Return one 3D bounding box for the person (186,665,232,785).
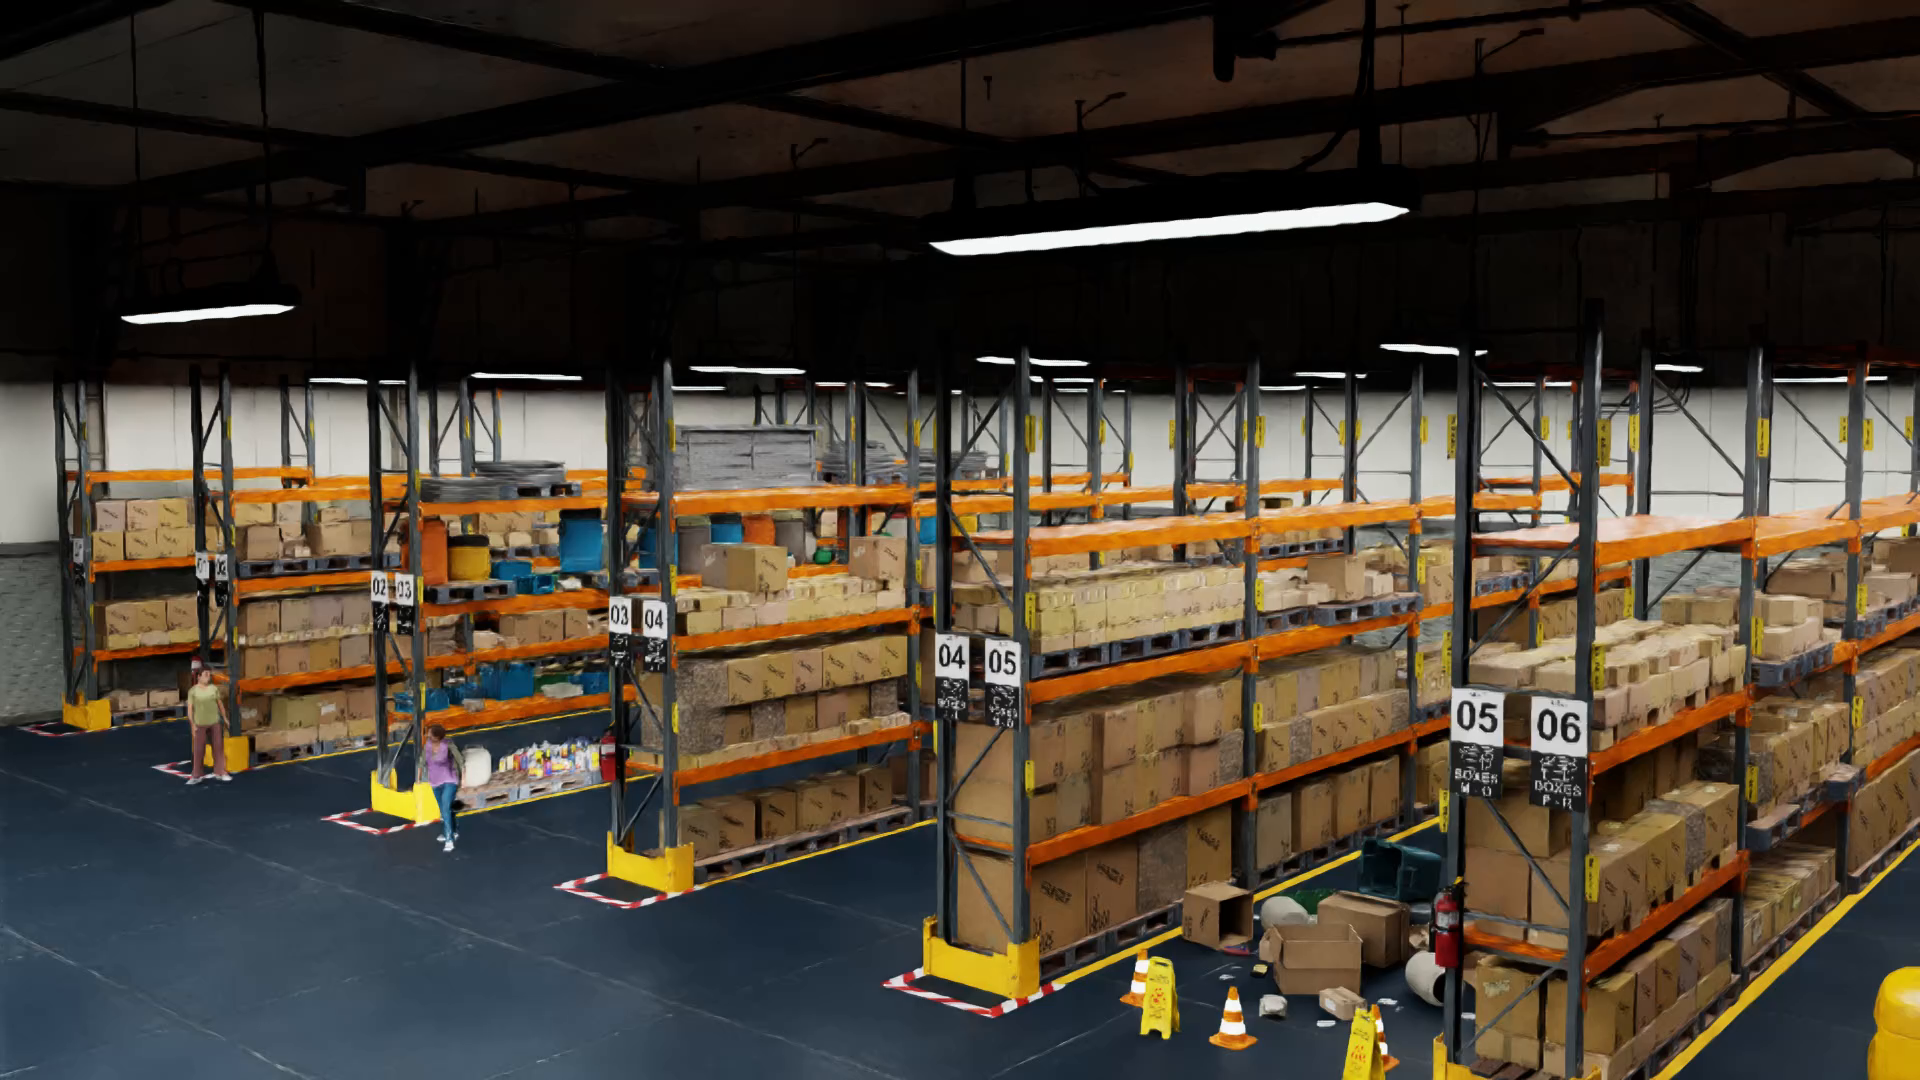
[{"bbox_3d":[-10.677,2.609,23.581,0.623,1.679,0.386,-4,6,-44],"label":"person"}]

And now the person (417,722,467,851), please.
[{"bbox_3d":[-6.228,2.943,20.105,0.574,1.530,0.749,1,4,20],"label":"person"}]
